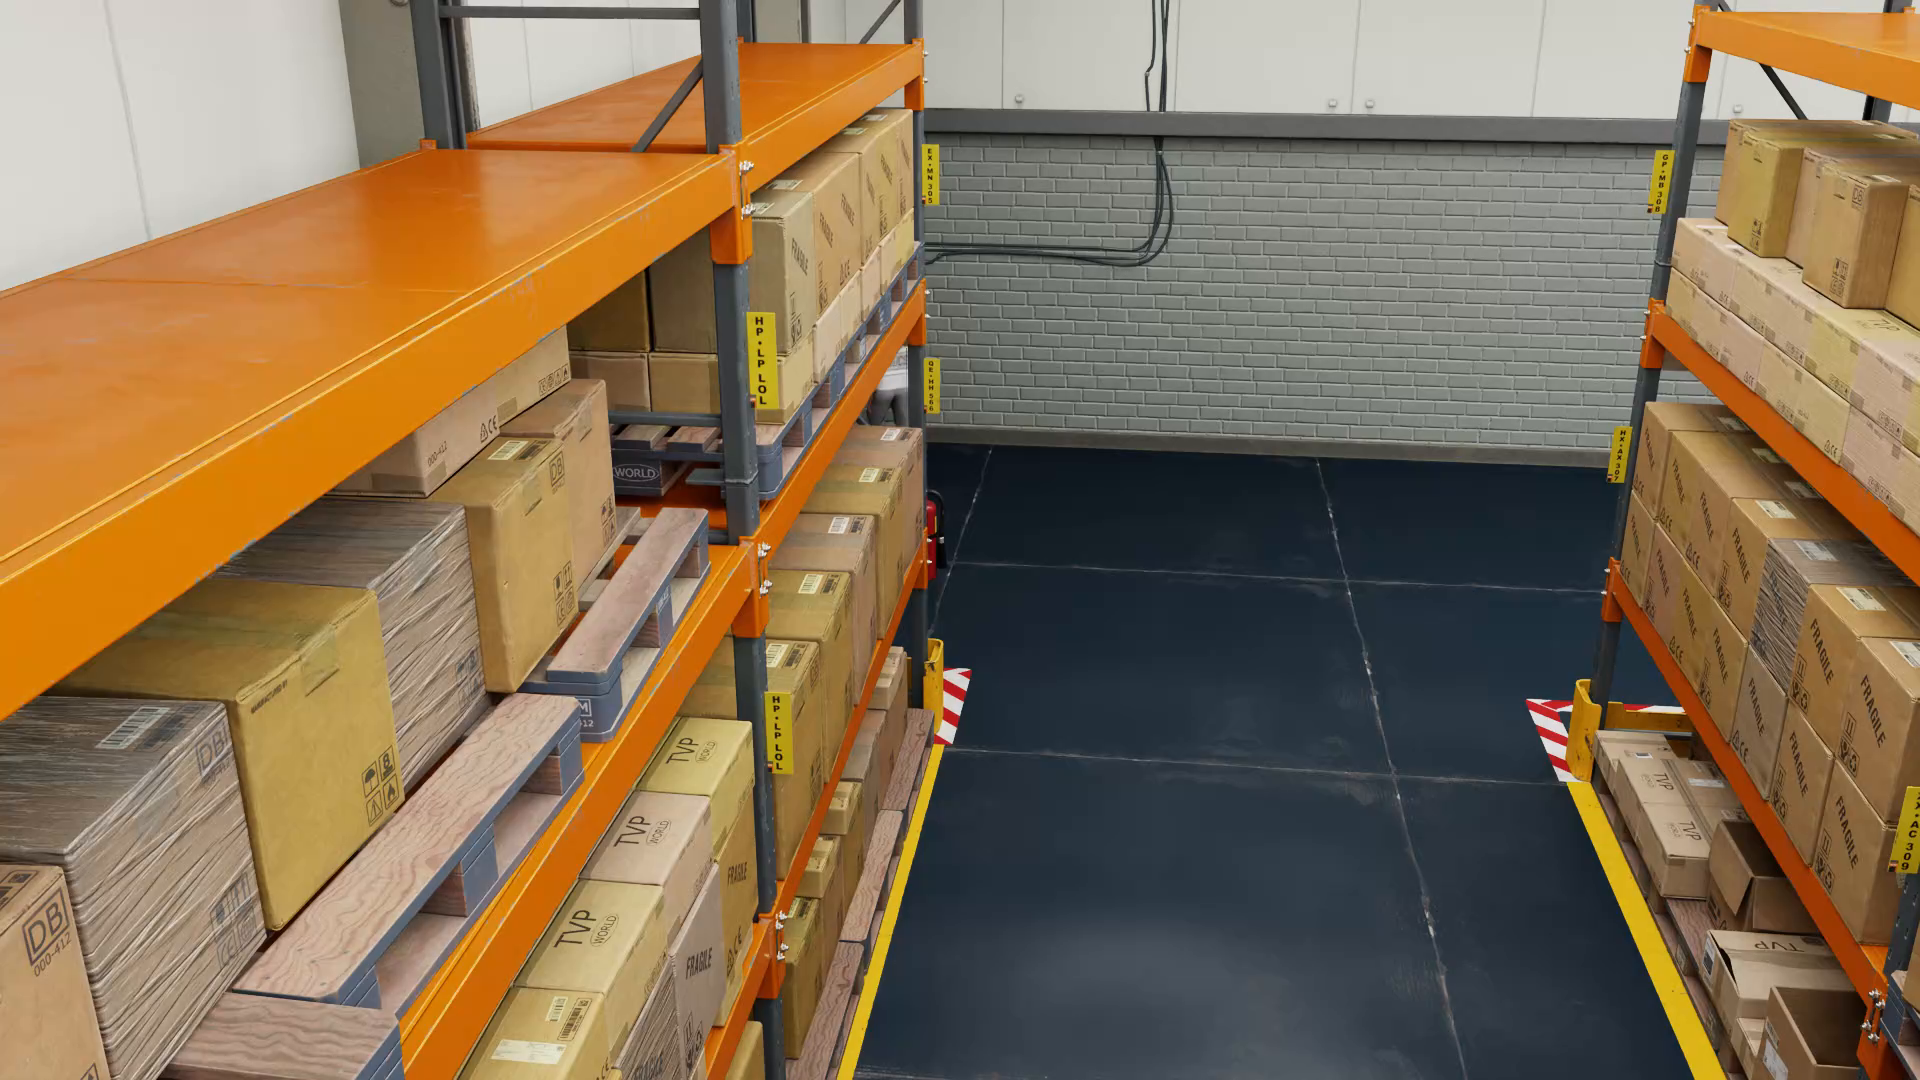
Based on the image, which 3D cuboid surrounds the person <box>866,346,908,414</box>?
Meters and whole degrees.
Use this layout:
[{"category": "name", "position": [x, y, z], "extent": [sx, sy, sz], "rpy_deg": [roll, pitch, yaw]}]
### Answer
[{"category": "person", "position": [-0.596, -1.584, 14.243], "extent": [0.496, 0.975, 0.329], "rpy_deg": [-9, 23, -21]}]
